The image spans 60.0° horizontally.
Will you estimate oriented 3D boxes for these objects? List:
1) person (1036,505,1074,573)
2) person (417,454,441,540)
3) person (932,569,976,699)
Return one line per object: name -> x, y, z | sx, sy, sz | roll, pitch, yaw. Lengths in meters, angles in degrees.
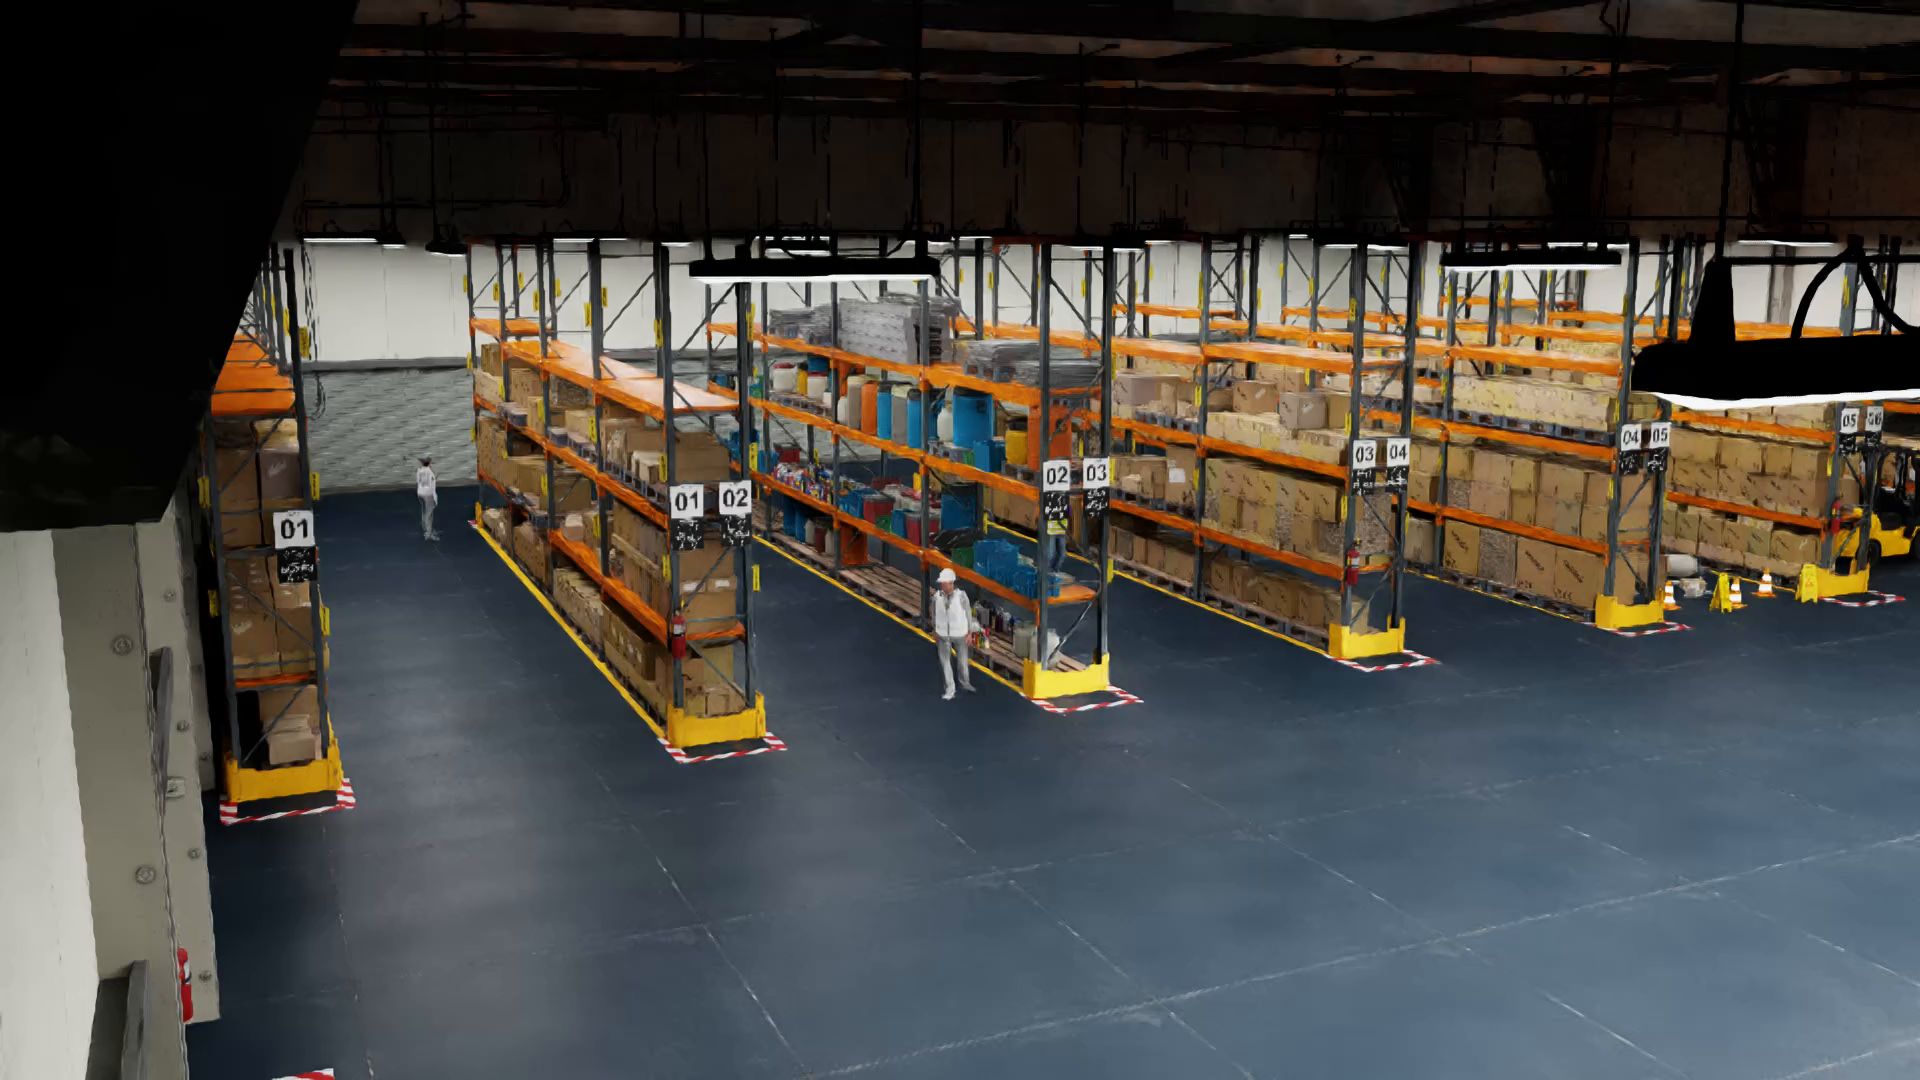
person -> 1.679, -0.120, 29.287 | 0.719, 1.714, 0.572 | -5, 12, -26
person -> -10.578, -0.870, 33.135 | 0.554, 1.684, 0.431 | 8, 14, 36
person -> -0.090, 1.227, 22.207 | 0.579, 1.760, 0.566 | 2, 11, 12
